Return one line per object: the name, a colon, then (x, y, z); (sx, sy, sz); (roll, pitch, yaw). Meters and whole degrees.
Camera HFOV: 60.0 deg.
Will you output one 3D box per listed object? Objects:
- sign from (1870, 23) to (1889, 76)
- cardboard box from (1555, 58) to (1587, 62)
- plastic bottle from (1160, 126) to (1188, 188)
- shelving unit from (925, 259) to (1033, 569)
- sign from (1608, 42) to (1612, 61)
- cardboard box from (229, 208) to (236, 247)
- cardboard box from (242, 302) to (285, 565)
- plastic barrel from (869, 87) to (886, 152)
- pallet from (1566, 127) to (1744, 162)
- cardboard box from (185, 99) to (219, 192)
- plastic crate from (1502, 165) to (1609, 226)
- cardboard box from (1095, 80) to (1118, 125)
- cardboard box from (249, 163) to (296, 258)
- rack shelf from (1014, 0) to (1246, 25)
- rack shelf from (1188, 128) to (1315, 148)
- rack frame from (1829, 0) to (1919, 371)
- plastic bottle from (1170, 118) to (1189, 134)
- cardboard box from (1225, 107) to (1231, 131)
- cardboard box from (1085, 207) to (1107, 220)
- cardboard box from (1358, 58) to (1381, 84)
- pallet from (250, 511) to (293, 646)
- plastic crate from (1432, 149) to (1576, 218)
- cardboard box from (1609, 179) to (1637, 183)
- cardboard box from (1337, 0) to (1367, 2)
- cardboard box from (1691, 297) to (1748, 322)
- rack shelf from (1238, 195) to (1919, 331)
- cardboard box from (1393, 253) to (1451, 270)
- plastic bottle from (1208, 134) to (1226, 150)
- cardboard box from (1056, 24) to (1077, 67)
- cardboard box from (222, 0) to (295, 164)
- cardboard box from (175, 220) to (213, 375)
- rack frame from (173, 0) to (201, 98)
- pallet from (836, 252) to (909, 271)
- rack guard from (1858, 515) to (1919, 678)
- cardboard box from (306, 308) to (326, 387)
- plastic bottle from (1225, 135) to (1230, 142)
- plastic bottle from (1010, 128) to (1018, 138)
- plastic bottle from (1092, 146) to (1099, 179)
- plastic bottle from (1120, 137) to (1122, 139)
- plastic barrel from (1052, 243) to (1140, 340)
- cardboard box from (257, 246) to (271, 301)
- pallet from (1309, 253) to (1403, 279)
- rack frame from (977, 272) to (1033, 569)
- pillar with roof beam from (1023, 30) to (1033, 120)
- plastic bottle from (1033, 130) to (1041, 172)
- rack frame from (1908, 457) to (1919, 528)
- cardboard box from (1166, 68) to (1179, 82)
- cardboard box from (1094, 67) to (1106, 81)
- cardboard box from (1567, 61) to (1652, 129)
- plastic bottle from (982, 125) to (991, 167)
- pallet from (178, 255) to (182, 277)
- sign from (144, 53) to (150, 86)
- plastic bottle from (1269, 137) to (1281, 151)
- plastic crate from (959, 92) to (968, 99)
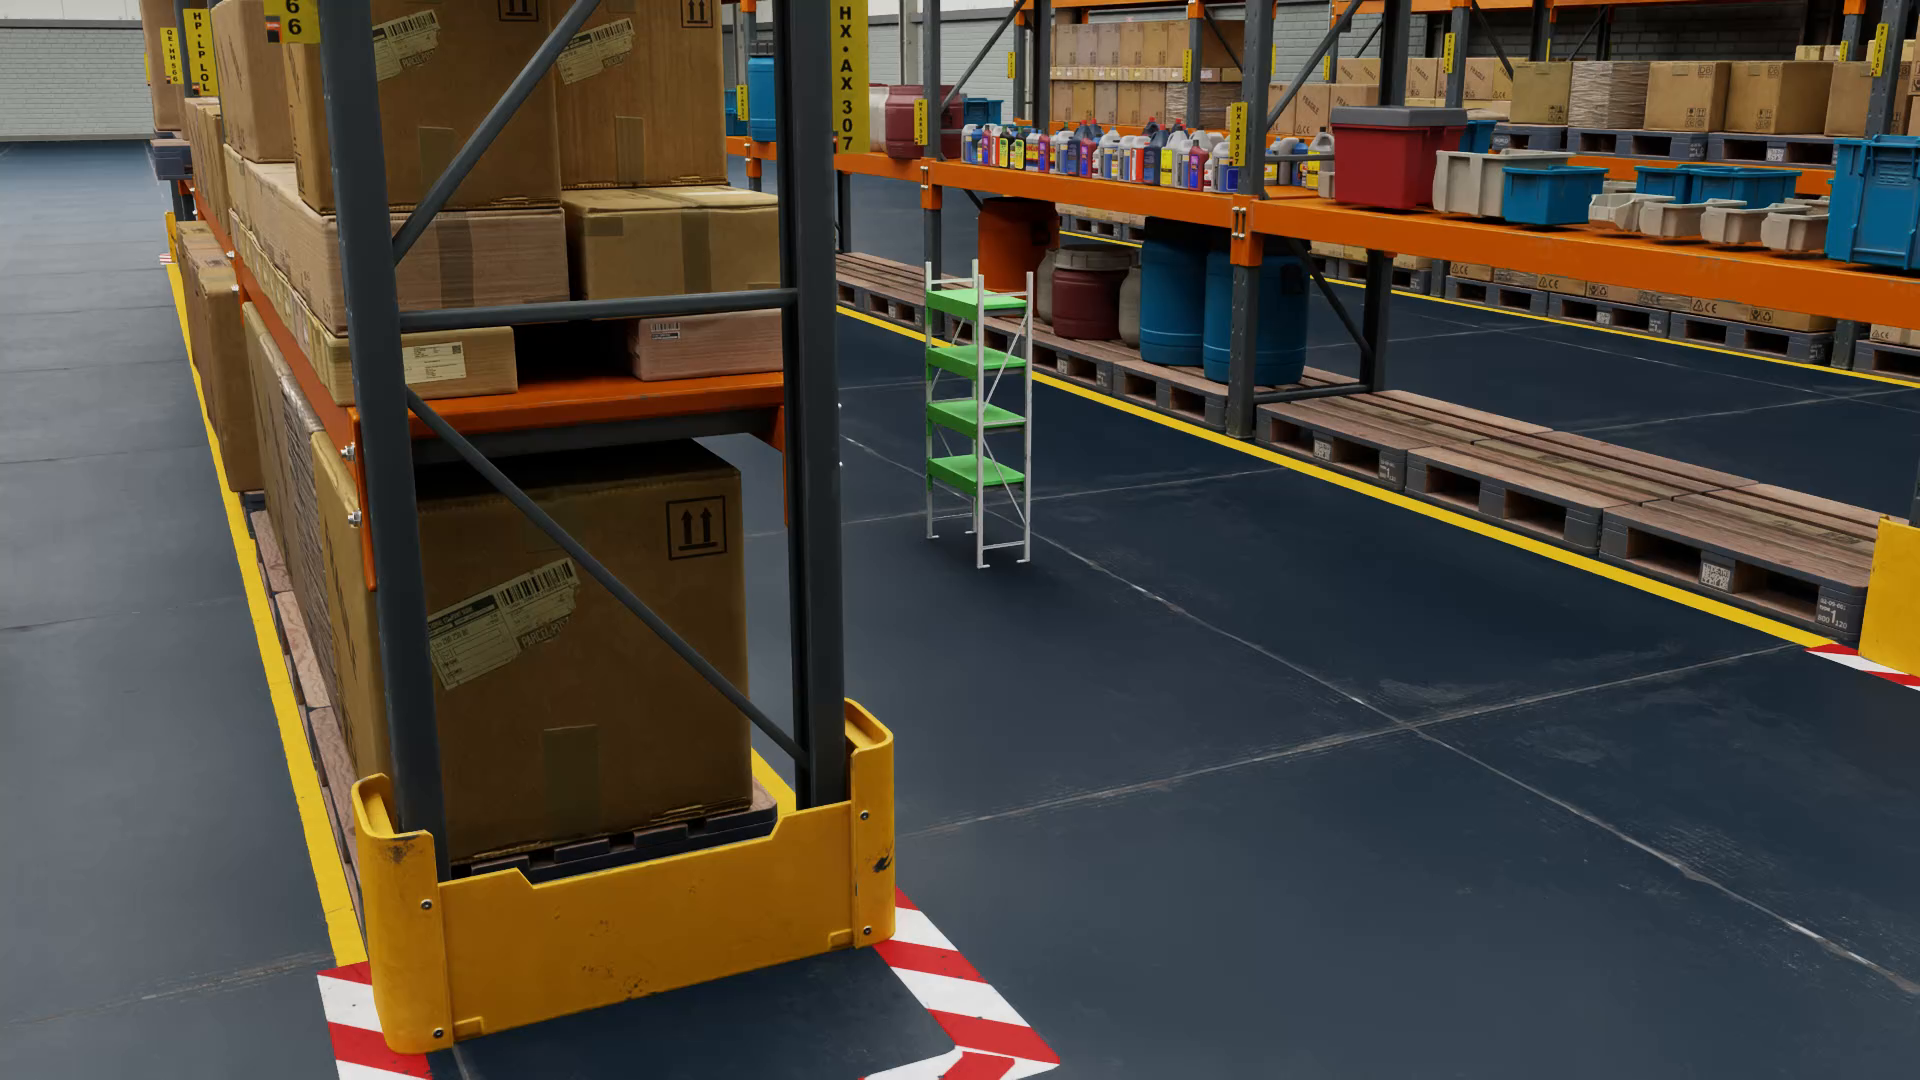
sign: (5.913, -3.151, 10.694); (0.100, 0.325, 0.005); (-8, 18, -25)
cardboard box: (7.339, -5.685, 20.501); (0.500, 0.500, 0.500); (-8, 18, -26)
plastic bottle: (1.260, -2.230, 9.671); (0.144, 0.351, 0.185); (-8, 18, -25)
shelving unit: (0.073, -0.536, 6.942); (0.258, 1.200, 0.503); (-8, 18, -25)
sign: (7.855, -5.870, 20.169); (0.100, 0.325, 0.005); (-8, 18, -25)
cardboard box: (-2.665, -1.232, 6.561); (0.380, 0.149, 0.250); (-8, 18, -25)
cardboard box: (-2.279, -0.474, 6.554); (0.875, 0.875, 0.875); (-8, 18, -25)
plastic barrel: (-0.623, -3.444, 13.612); (0.421, 0.512, 0.421); (0, 16, 0)
pallet: (5.514, -3.080, 12.895); (1.003, 0.211, 1.213); (-8, 18, -25)
cardboard box: (-4.052, -2.225, 9.386); (0.500, 0.500, 0.500); (-8, 18, -26)
plastic crate: (2.579, -1.500, 7.233); (0.416, 0.233, 0.300); (-8, 18, -25)
cardboard box: (2.027, -5.185, 19.700); (0.700, 0.500, 0.500); (-7, 17, -23)
cardboard box: (-1.871, -1.014, 5.079); (0.500, 0.250, 0.500); (-8, 18, -25)
rack shelf: (2.030, -6.238, 19.417); (1.077, 0.370, 4.000); (-8, 18, -25)
rack shelf: (3.782, -3.804, 16.374); (1.077, 0.370, 4.000); (-8, 18, -25)
rack frame: (6.411, -2.663, 11.091); (1.000, 3.000, 0.127); (-8, 18, -25)
plastic bottle: (1.437, -2.577, 10.884); (0.144, 0.351, 0.185); (-8, 18, -25)
cardboard box: (3.161, -4.457, 17.617); (0.500, 0.250, 0.500); (-6, 17, -21)
cardboard box: (1.844, -3.986, 19.927); (0.500, 0.250, 0.500); (-8, 18, -25)
cardboard box: (5.752, -6.257, 22.493); (0.500, 0.500, 0.500); (-8, 18, -25)
pallet: (-2.233, 0.072, 6.617); (1.003, 0.211, 1.213); (-8, 18, -25)
plastic crate: (2.460, -1.636, 7.619); (0.437, 0.282, 0.530); (-8, 18, -25)
cardboard box: (7.966, -3.953, 19.322); (0.700, 0.500, 0.500); (-8, 18, -26)
cardboard box: (5.527, -7.624, 22.724); (0.500, 0.500, 0.500); (-7, 17, -23)
cardboard box: (5.728, -1.884, 12.111); (0.500, 0.500, 0.500); (-8, 18, -25)
rack shelf: (2.833, -1.223, 7.379); (1.077, 0.370, 4.000); (-8, 18, -25)
cardboard box: (4.209, -2.636, 15.220); (0.500, 0.250, 0.500); (-7, 18, -24)
plastic bottle: (1.554, -2.377, 10.322); (0.152, 0.276, 0.135); (-8, 18, -25)
cardboard box: (1.605, -6.049, 20.360); (0.700, 0.500, 0.500); (-8, 18, -26)
cardboard box: (-2.075, -1.497, 5.401); (0.500, 0.500, 0.500); (-8, 18, -27)
cardboard box: (-3.965, -1.465, 10.009); (1.225, 0.875, 0.875); (-9, 18, -27)
rack frame: (-4.248, -2.458, 10.379); (1.000, 3.000, 0.127); (-8, 18, -25)
pallet: (-1.169, -2.518, 15.643); (1.003, 0.211, 1.213); (-8, 18, -25)
rack guard: (3.731, 0.133, 5.881); (1.175, 0.500, 0.348); (-8, 18, -25)
cardboard box: (-1.311, -0.467, 3.894); (0.380, 0.149, 0.250); (-7, 18, -24)
plastic bottle: (1.690, -2.396, 10.386); (0.152, 0.276, 0.135); (-8, 18, -25)
plastic bottle: (0.387, -2.709, 11.486); (0.097, 0.271, 0.097); (0, 16, 0)
plastic bottle: (0.876, -2.360, 10.397); (0.097, 0.201, 0.097); (0, 16, 0)
plastic bottle: (1.113, -2.704, 11.594); (0.097, 0.201, 0.097); (0, 16, 0)
plastic barrel: (0.928, -1.700, 11.348); (0.600, 0.588, 0.708); (-8, 18, -25)
cardboard box: (-1.981, -0.846, 5.215); (0.380, 0.149, 0.250); (-8, 18, -26)
pallet: (3.802, -2.825, 16.712); (1.003, 0.211, 1.213); (-8, 18, -25)
rack frame: (0.179, -0.475, 6.731); (0.240, 1.200, 0.015); (-8, 18, -25)
pillar with roof beam: (-2.438, -11.507, 31.036); (9.100, 9.000, 0.400); (-8, 18, -25)
plastic bottle: (0.534, -2.587, 11.062); (0.097, 0.271, 0.097); (0, 16, 0)
rack frame: (3.709, -1.073, 5.552); (1.000, 3.000, 0.127); (-8, 18, -25)
cardboard box: (2.488, -5.109, 18.259); (0.380, 0.149, 0.250); (-8, 18, -26)
cardboard box: (1.805, -5.493, 19.598); (0.380, 0.149, 0.250); (-7, 18, -24)
cardboard box: (5.265, -3.512, 13.108); (0.700, 0.500, 0.500); (-4, 17, -14)
plastic bottle: (0.206, -2.767, 11.667); (0.061, 0.283, 0.133); (-8, 18, -25)
pallet: (-6.865, -2.575, 15.841); (1.003, 0.211, 1.213); (-8, 18, -25)
sign: (-8.241, -4.792, 16.943); (0.100, 0.325, 0.005); (-8, 18, -25)
plastic bottle: (1.910, -2.287, 10.014); (0.097, 0.271, 0.097); (0, 16, 0)
plastic crate: (-0.229, -3.525, 13.981); (0.402, 0.464, 0.583); (-8, 18, -25)
